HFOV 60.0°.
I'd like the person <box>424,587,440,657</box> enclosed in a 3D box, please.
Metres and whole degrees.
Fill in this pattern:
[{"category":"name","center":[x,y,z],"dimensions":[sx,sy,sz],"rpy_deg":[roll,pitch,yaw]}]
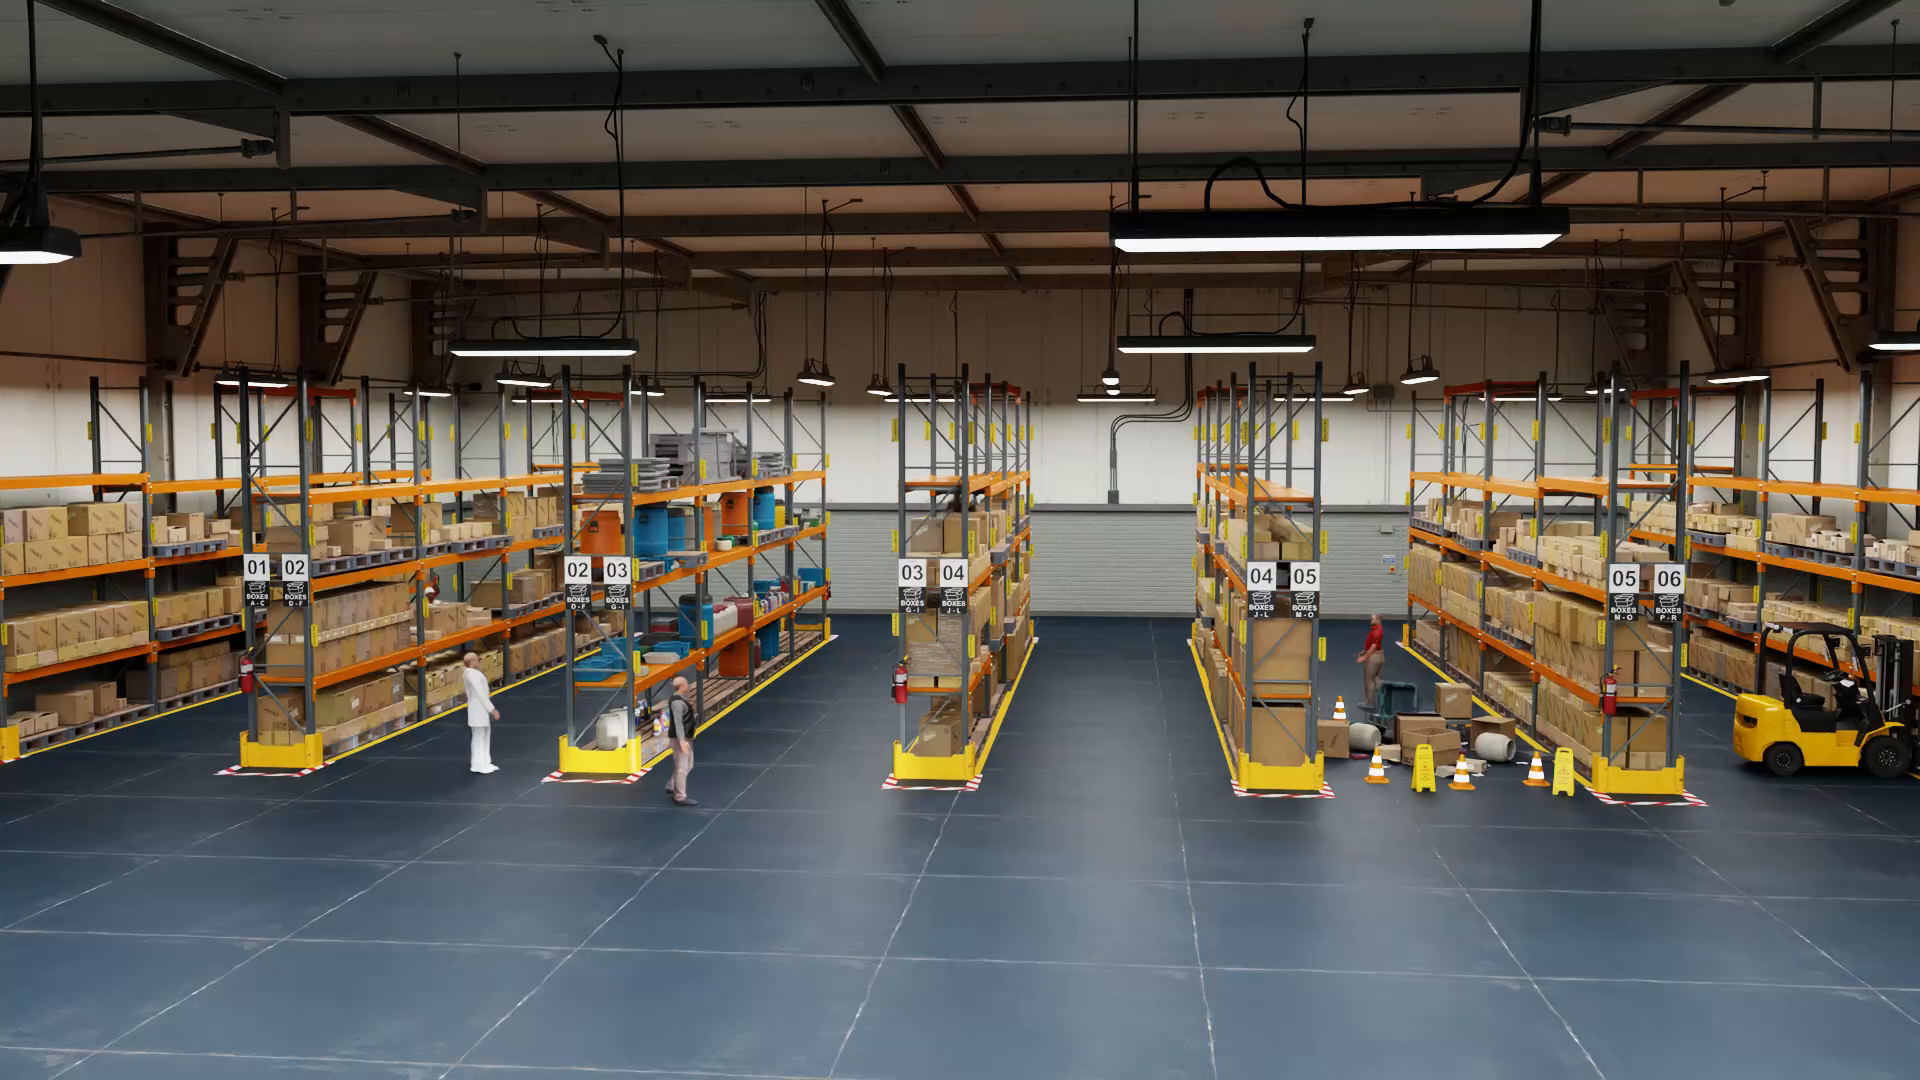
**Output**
[{"category":"person","center":[-11.343,1.864,35.480],"dimensions":[0.486,1.722,1.054],"rpy_deg":[0,4,5]}]

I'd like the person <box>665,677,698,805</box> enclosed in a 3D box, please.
[{"category":"person","center":[-3.782,2.709,22.497],"dimensions":[0.485,1.737,0.595],"rpy_deg":[0,4,-3]}]

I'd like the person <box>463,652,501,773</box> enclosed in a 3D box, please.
[{"category":"person","center":[-7.059,2.556,24.590],"dimensions":[0.612,1.816,0.654],"rpy_deg":[0,4,-3]}]

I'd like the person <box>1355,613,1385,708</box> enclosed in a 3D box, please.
[{"category":"person","center":[7.459,2.192,30.317],"dimensions":[0.613,1.739,0.614],"rpy_deg":[-4,5,-44]}]
